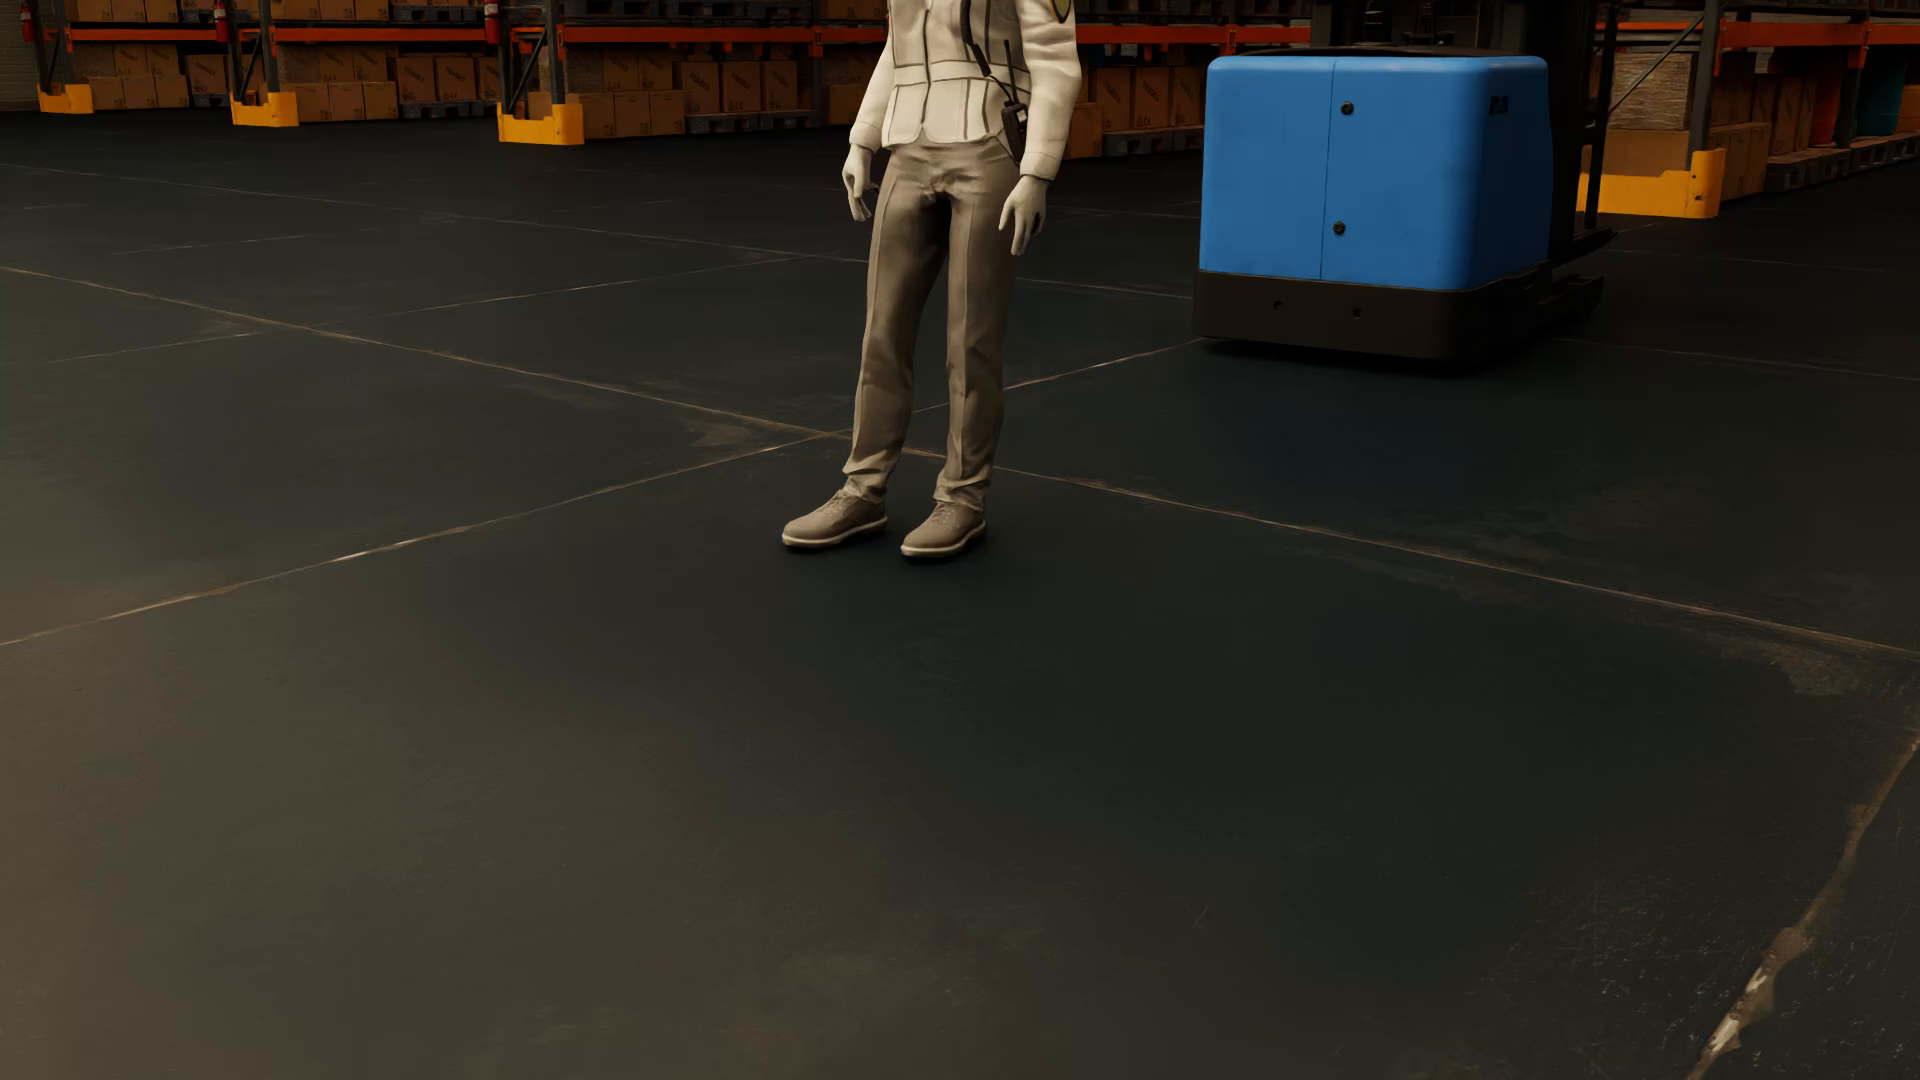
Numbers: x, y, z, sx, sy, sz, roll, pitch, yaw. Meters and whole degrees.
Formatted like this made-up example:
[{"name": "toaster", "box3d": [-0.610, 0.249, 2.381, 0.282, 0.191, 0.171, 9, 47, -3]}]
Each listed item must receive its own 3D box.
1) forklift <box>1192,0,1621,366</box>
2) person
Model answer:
[{"name": "forklift", "box3d": [2.108, -2.390, 6.767, 1.130, 2.935, 3.031, 11, 20, 32]}, {"name": "person", "box3d": [-0.049, -0.803, 3.647, 0.587, 1.694, 0.530, 13, 21, 37]}]
